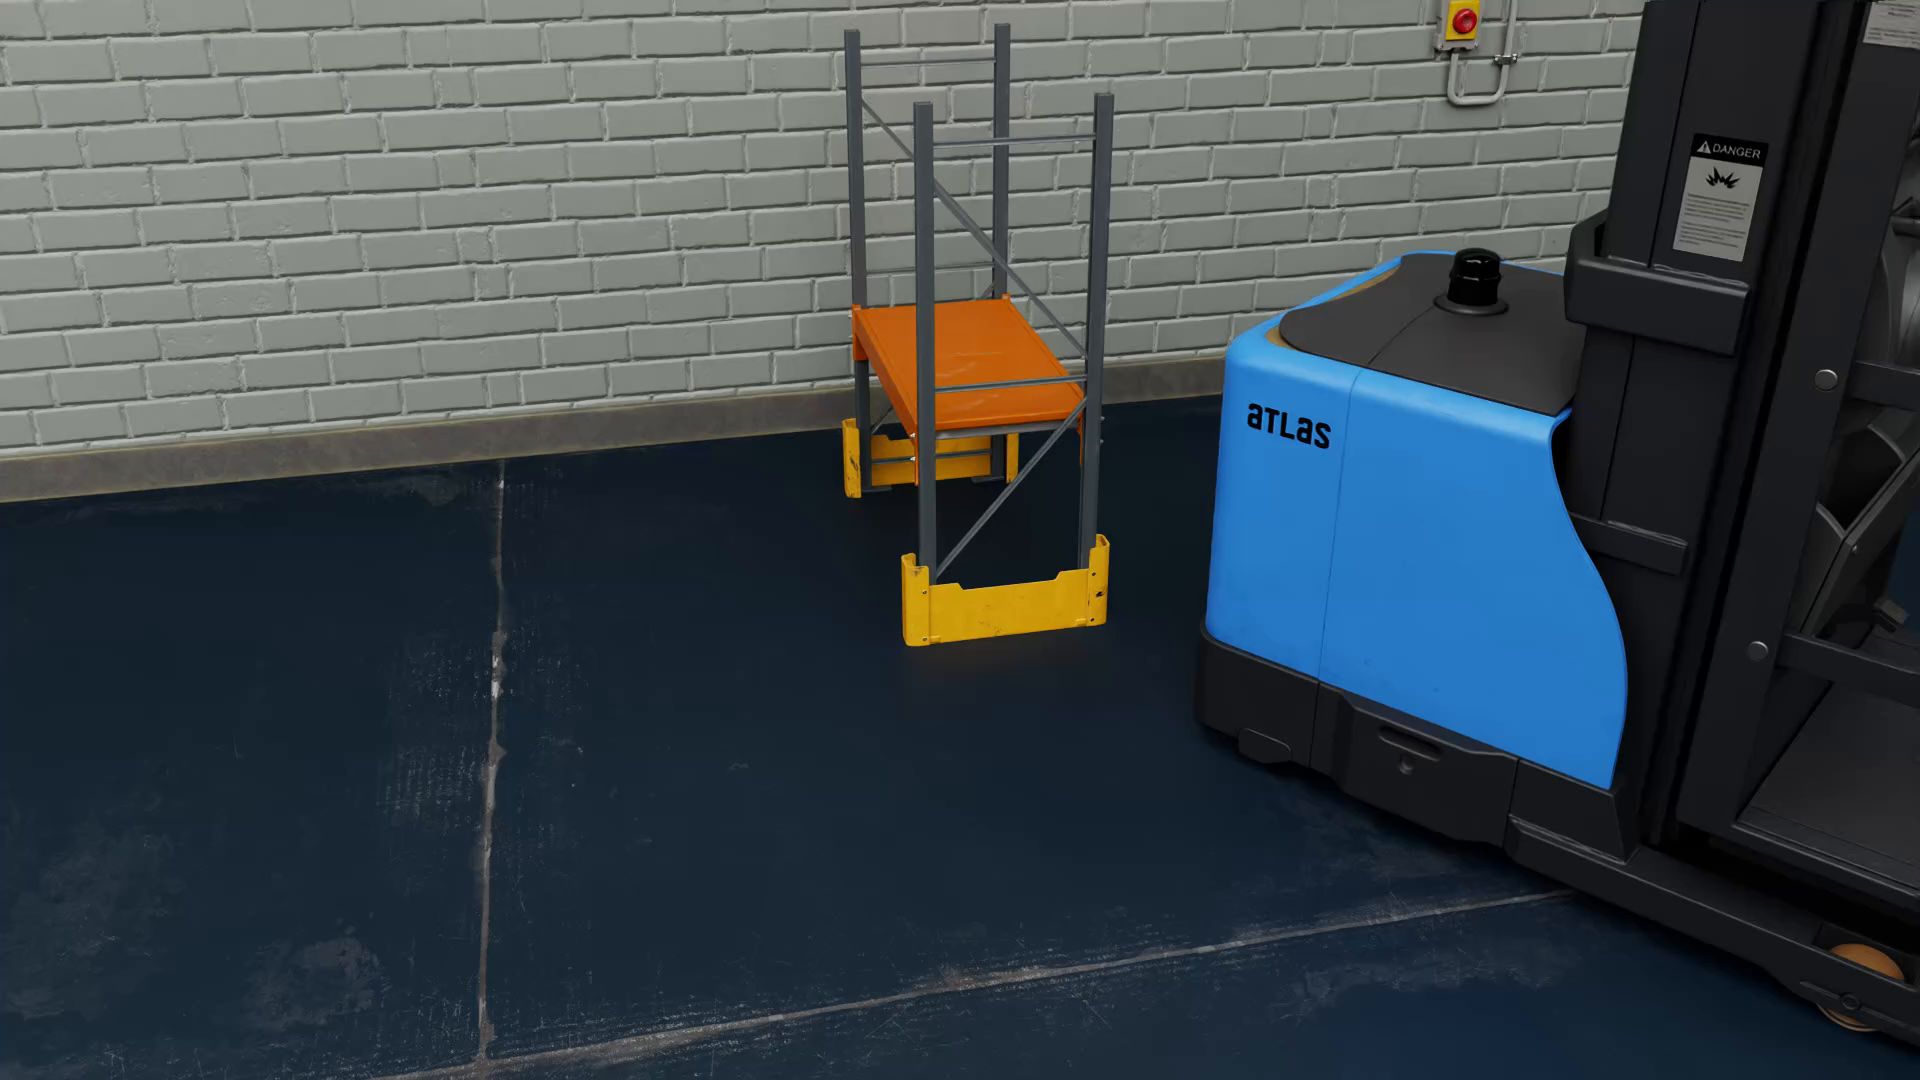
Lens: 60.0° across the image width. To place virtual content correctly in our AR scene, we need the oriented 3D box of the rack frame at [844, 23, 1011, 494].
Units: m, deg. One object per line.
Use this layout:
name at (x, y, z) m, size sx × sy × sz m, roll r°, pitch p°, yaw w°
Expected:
rack frame at (-0.095, -0.855, 5.280) m, size 0.500 × 1.500 × 0.032 m, roll -6°, pitch 27°, yaw -12°

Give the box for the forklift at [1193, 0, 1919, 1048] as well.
forklift at (2.045, -0.545, 3.077) m, size 3.031 × 2.935 × 1.130 m, roll 21°, pitch 33°, yaw 35°

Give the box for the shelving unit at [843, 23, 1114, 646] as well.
shelving unit at (0.017, -0.636, 4.846) m, size 0.587 × 1.500 × 1.083 m, roll -6°, pitch 27°, yaw -12°

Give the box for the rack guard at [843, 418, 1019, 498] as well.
rack guard at (-0.095, -0.297, 5.561) m, size 0.587 × 0.250 × 0.087 m, roll -6°, pitch 27°, yaw -12°

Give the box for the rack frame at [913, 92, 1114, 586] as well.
rack frame at (0.134, -0.409, 4.396) m, size 0.500 × 1.500 × 0.032 m, roll -6°, pitch 27°, yaw -12°

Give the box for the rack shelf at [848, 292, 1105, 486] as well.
rack shelf at (0.019, -0.472, 4.919) m, size 0.538 × 0.185 × 1.000 m, roll -6°, pitch 27°, yaw -12°

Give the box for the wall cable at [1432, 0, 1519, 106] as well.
wall cable at (1.746, -2.425, 5.564) m, size 0.585 × 1.953 × 0.123 m, roll -6°, pitch 27°, yaw -12°

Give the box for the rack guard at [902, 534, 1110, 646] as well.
rack guard at (0.129, 0.141, 4.694) m, size 0.587 × 0.250 × 0.087 m, roll -6°, pitch 27°, yaw -12°
